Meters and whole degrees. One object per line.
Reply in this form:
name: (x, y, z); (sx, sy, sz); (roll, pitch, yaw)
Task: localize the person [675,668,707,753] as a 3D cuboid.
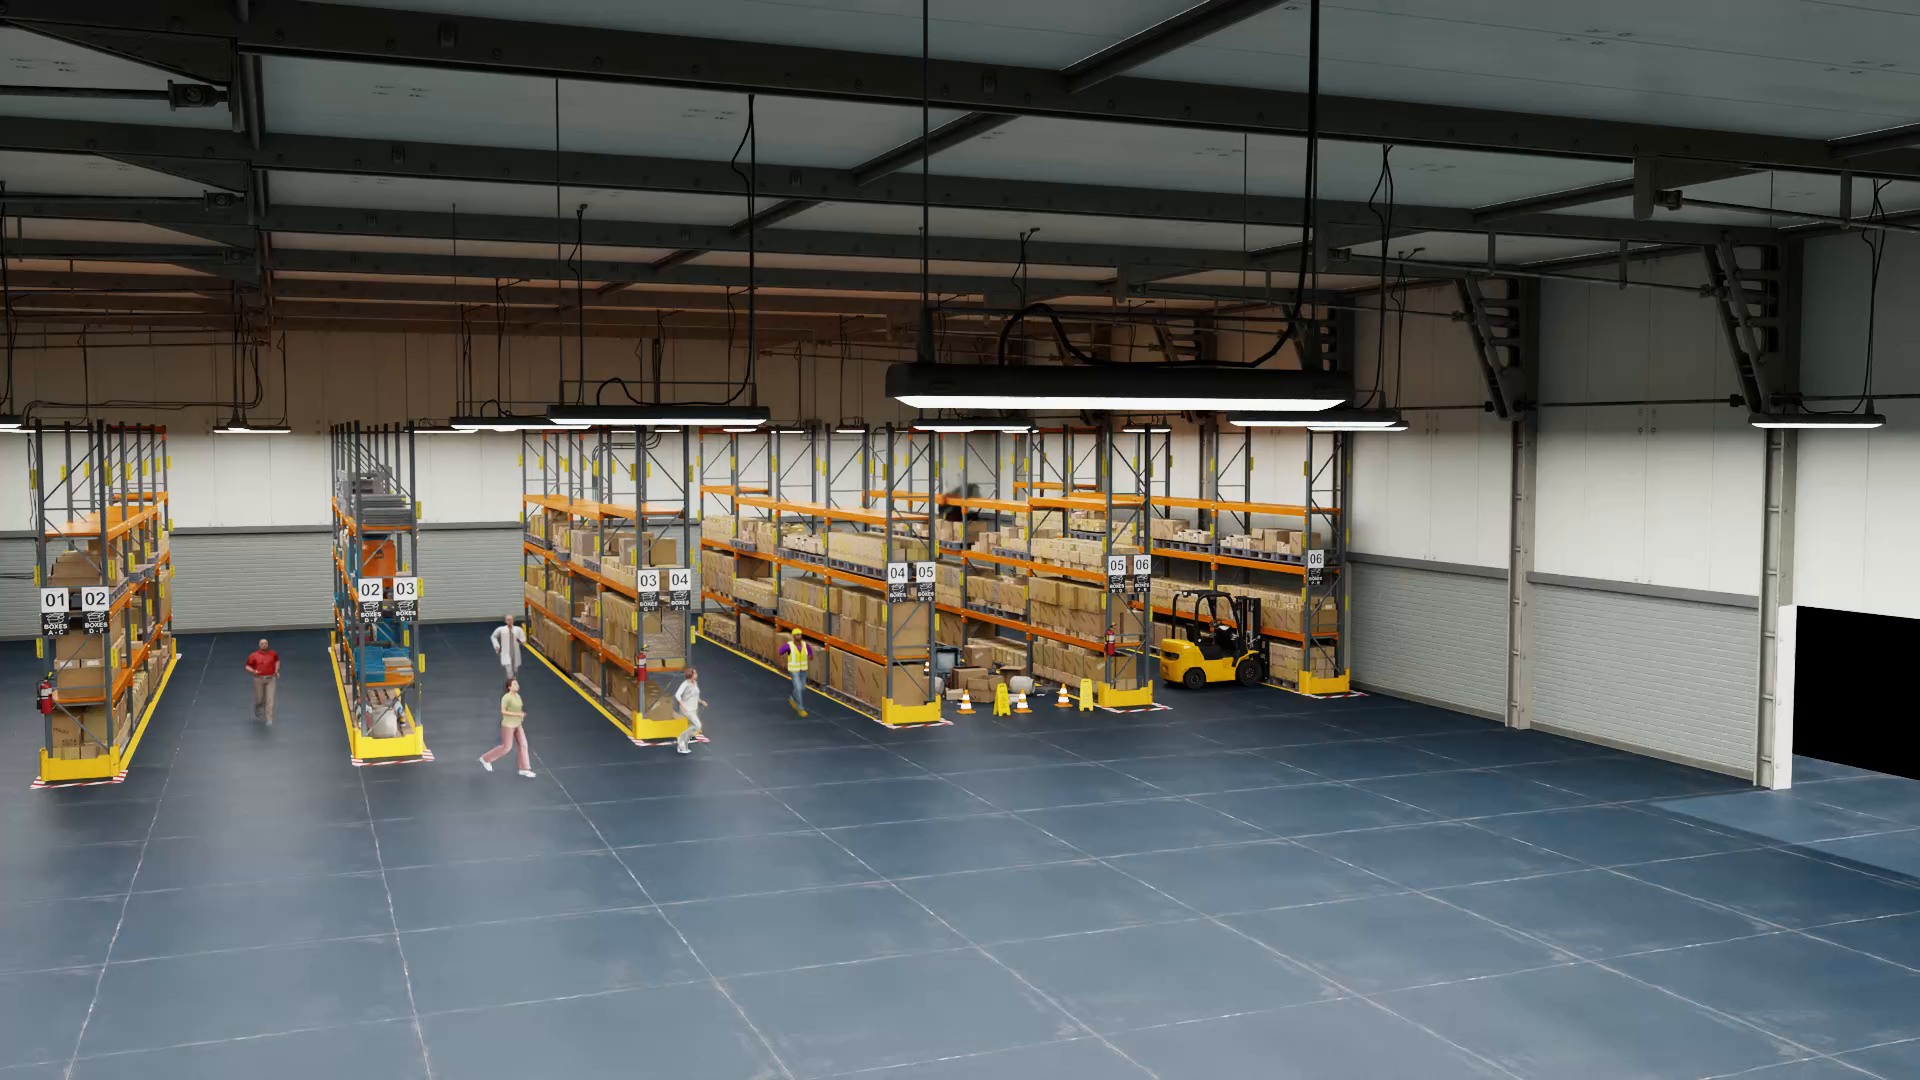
person: (-4.862, 3.074, 30.042); (0.569, 1.546, 0.510); (1, 4, 15)

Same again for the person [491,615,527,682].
person: (-9.872, 2.525, 36.505); (0.703, 1.761, 1.053); (-2, 4, -33)

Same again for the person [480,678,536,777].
person: (-7.582, 3.145, 27.960); (0.950, 1.675, 0.585); (1, 4, 14)

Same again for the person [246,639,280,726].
person: (-13.768, 2.799, 32.928); (0.665, 1.700, 0.945); (-2, 4, -34)

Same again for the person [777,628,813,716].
person: (-3.329, 2.680, 34.109); (0.701, 1.750, 0.990); (-2, 4, -34)
